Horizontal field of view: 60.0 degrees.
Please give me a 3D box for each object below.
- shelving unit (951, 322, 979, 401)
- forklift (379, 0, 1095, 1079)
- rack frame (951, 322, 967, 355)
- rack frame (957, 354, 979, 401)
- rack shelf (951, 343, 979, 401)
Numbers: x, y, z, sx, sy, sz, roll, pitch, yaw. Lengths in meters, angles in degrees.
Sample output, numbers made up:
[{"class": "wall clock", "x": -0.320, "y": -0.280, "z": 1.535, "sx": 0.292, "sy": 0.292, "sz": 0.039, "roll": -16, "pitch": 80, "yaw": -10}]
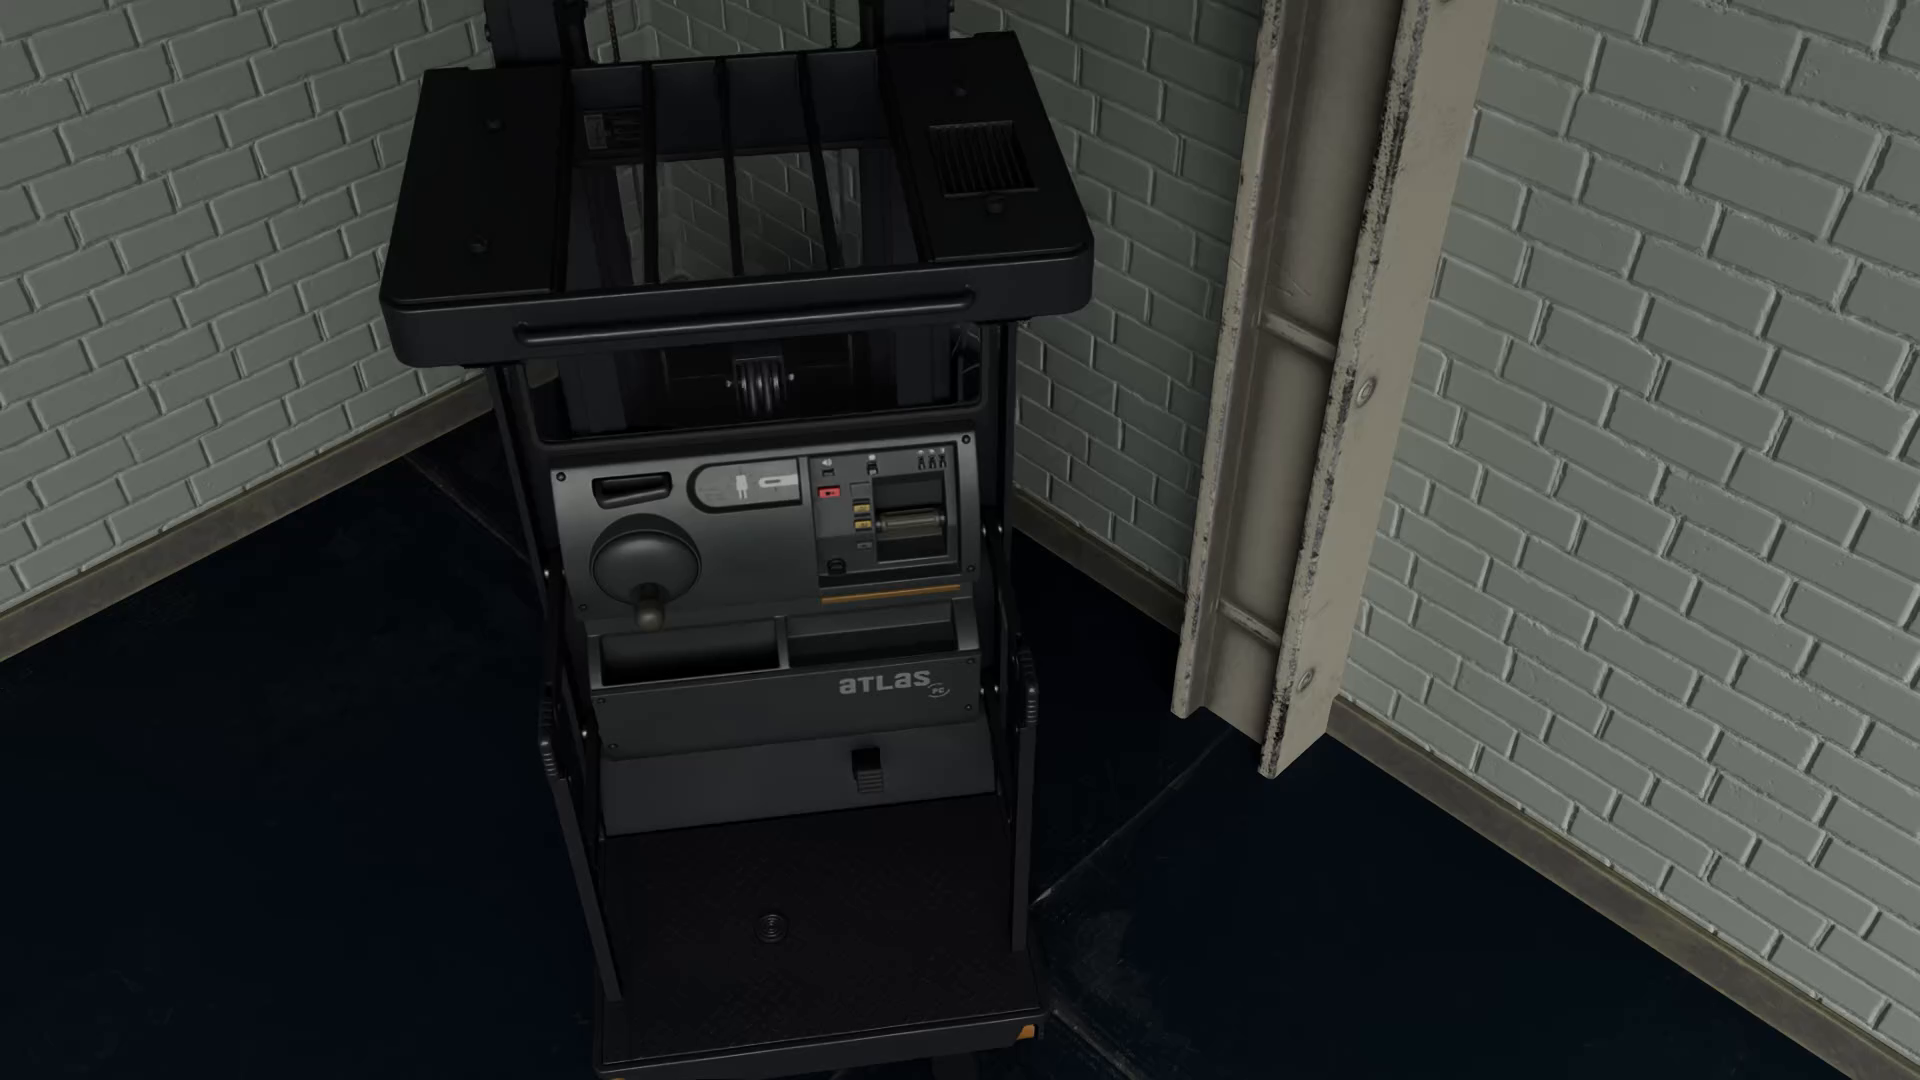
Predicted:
[{"class": "shelving unit", "x": 0.006, "y": -0.327, "z": 5.440, "sx": 0.258, "sy": 0.900, "sz": 0.210, "roll": -34, "pitch": 53, "yaw": -31}, {"class": "forklift", "x": -0.387, "y": 0.057, "z": 3.528, "sx": 1.130, "sy": 2.935, "sz": 3.031, "roll": -6, "pitch": 43, "yaw": -6}, {"class": "rack frame", "x": -0.066, "y": -0.375, "z": 5.493, "sx": 0.240, "sy": 0.900, "sz": 0.006, "roll": -34, "pitch": 53, "yaw": -31}, {"class": "rack frame", "x": 0.078, "y": -0.278, "z": 5.387, "sx": 0.240, "sy": 0.900, "sz": 0.006, "roll": -34, "pitch": 53, "yaw": -31}, {"class": "rack shelf", "x": 0.006, "y": -0.500, "z": 5.280, "sx": 0.258, "sy": 0.077, "sz": 0.200, "roll": -34, "pitch": 53, "yaw": -31}]
